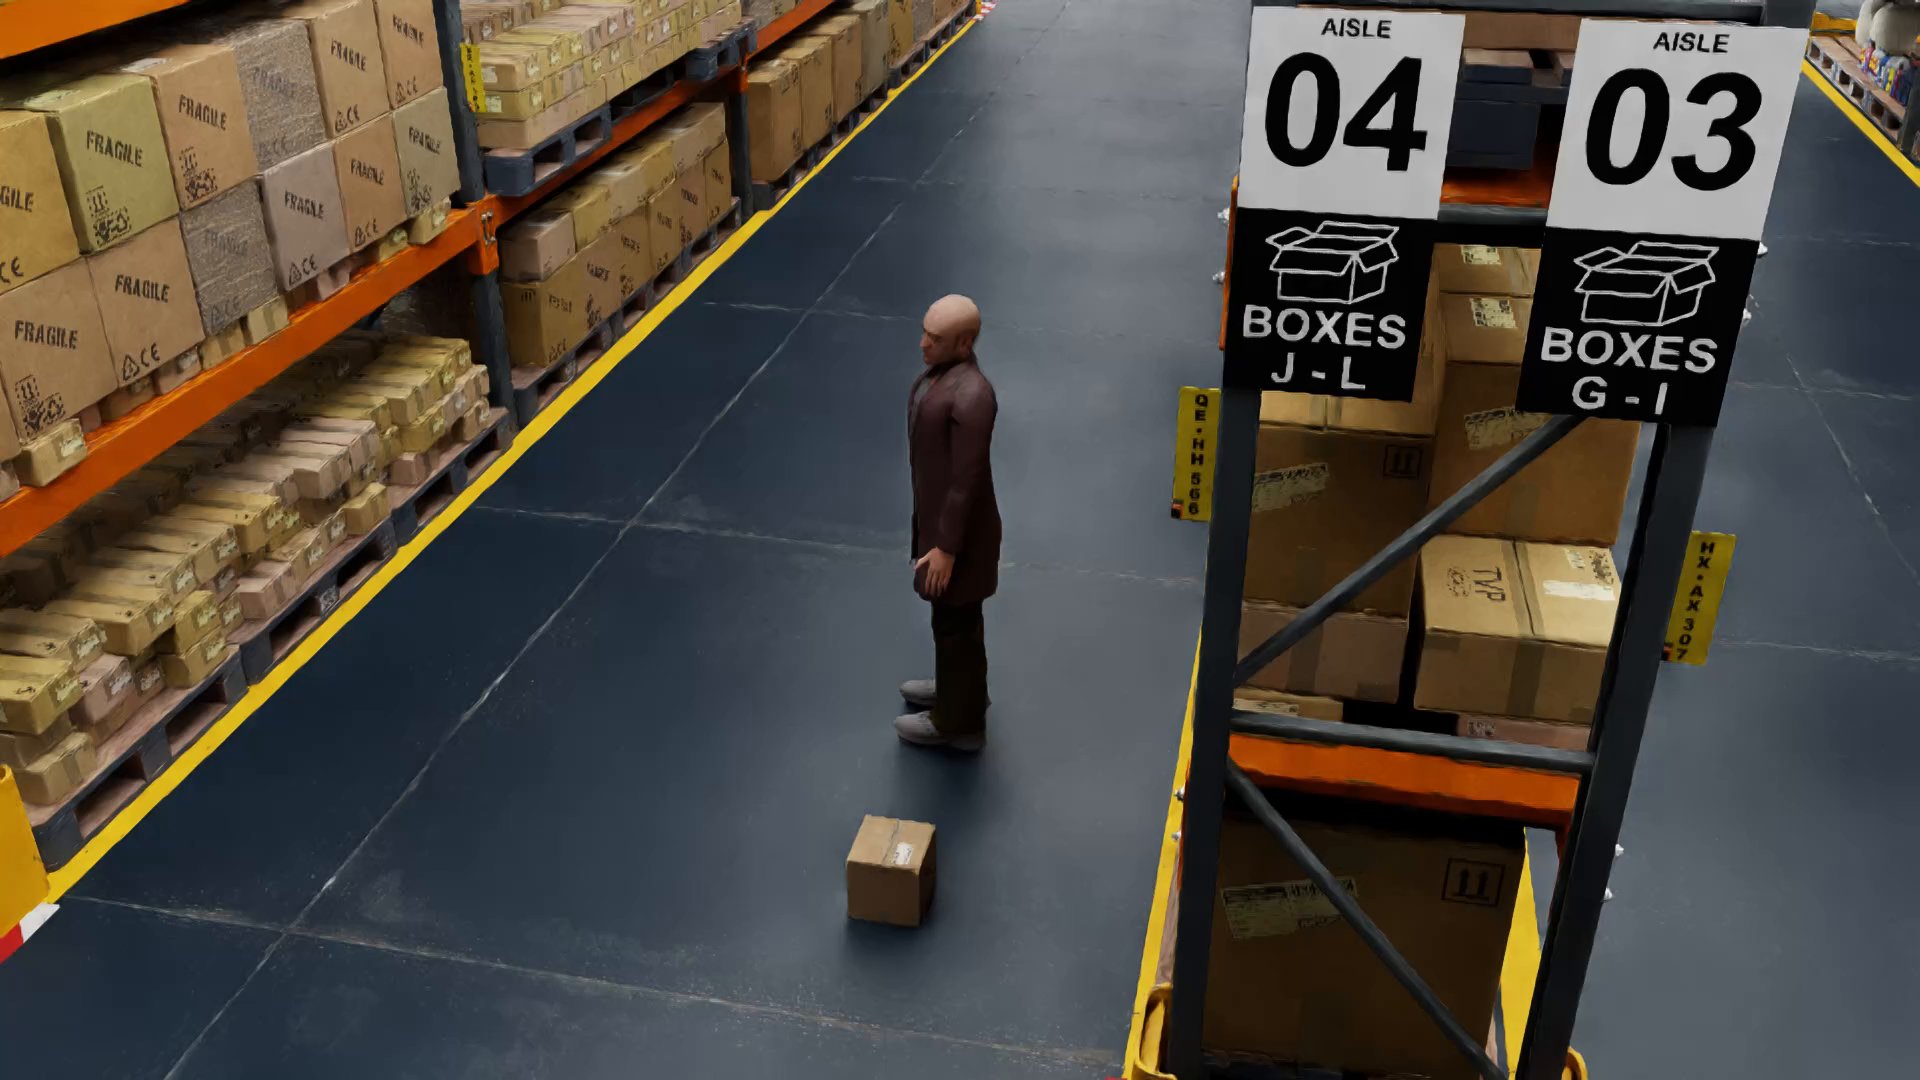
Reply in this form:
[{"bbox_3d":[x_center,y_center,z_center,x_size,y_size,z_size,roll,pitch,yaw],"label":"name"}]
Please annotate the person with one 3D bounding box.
[{"bbox_3d":[-0.064,-0.049,6.173,0.413,1.791,0.634,-4,29,-8],"label":"person"}]
